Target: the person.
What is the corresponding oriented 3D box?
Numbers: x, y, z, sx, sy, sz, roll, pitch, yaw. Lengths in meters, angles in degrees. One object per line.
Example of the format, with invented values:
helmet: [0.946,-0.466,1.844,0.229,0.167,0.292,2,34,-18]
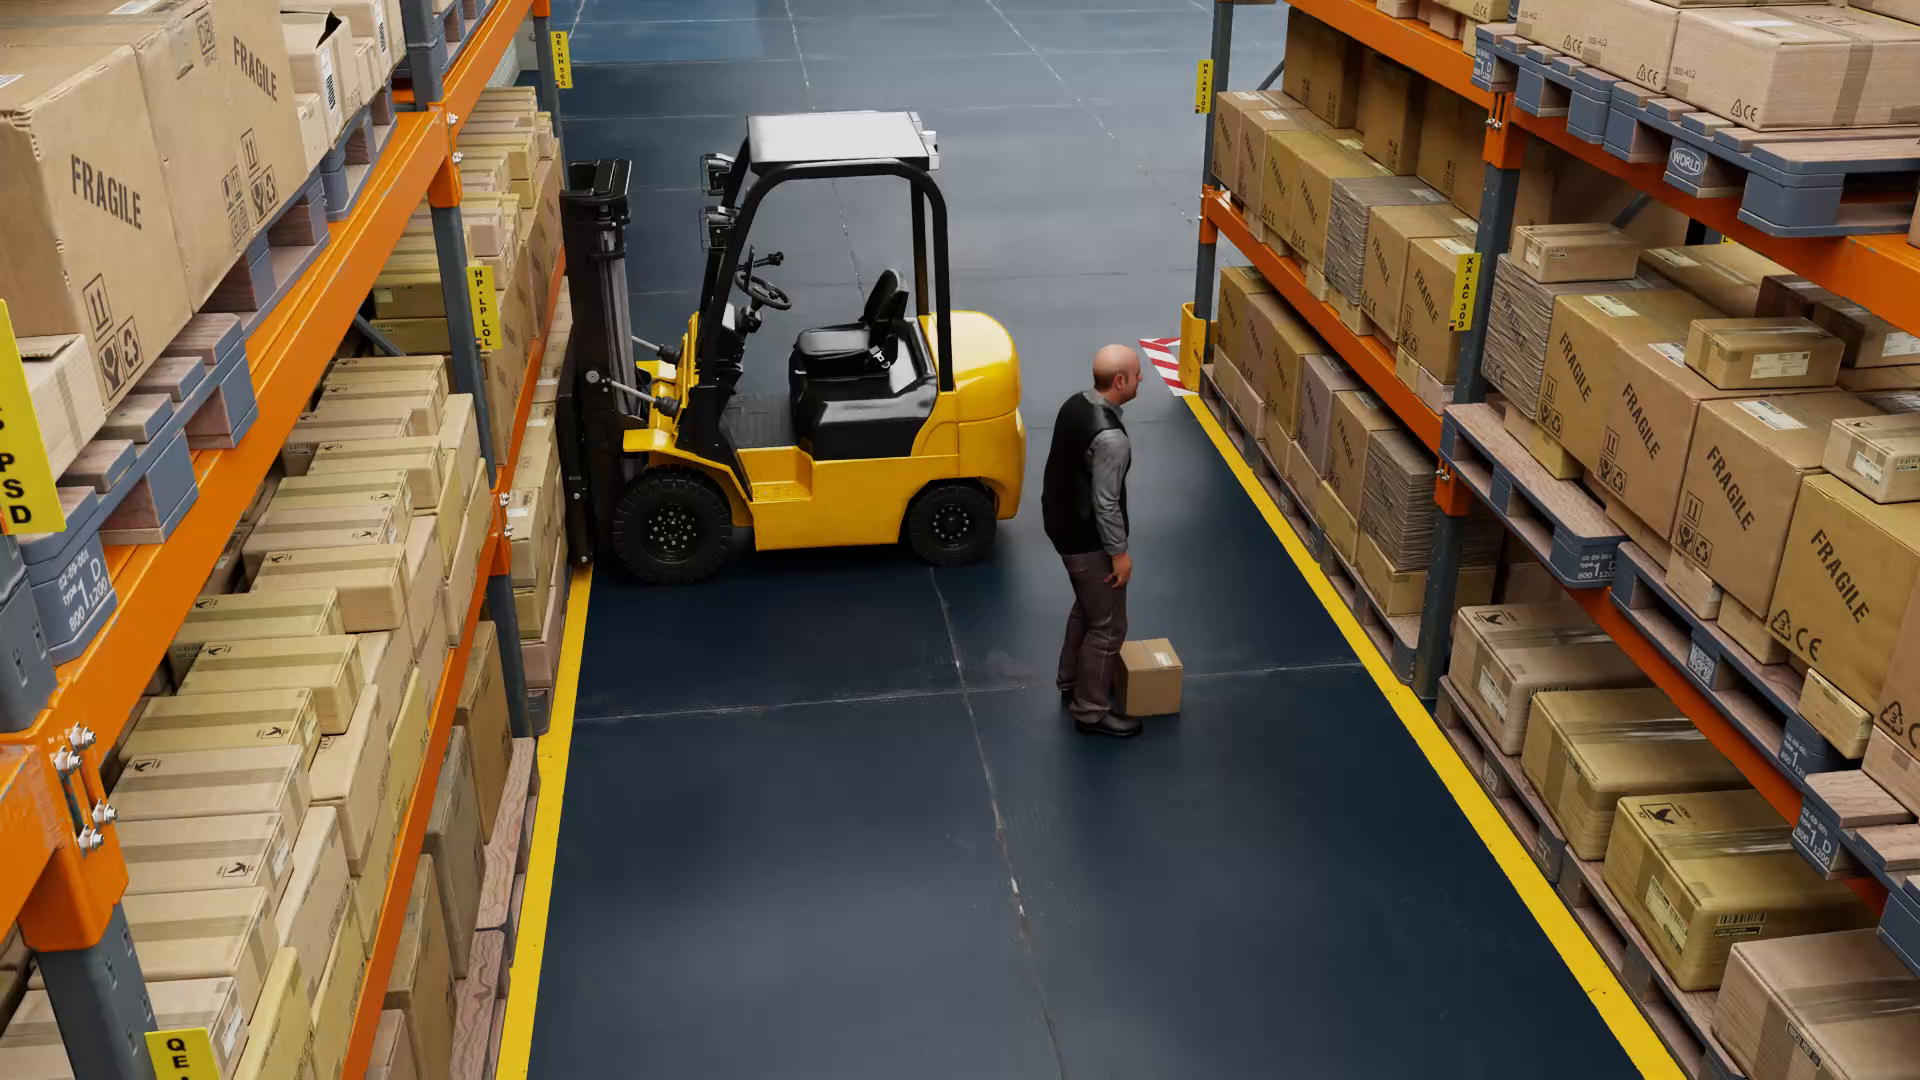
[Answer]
person: [0.568,-0.013,7.169,0.421,1.720,0.593,-5,27,-10]
